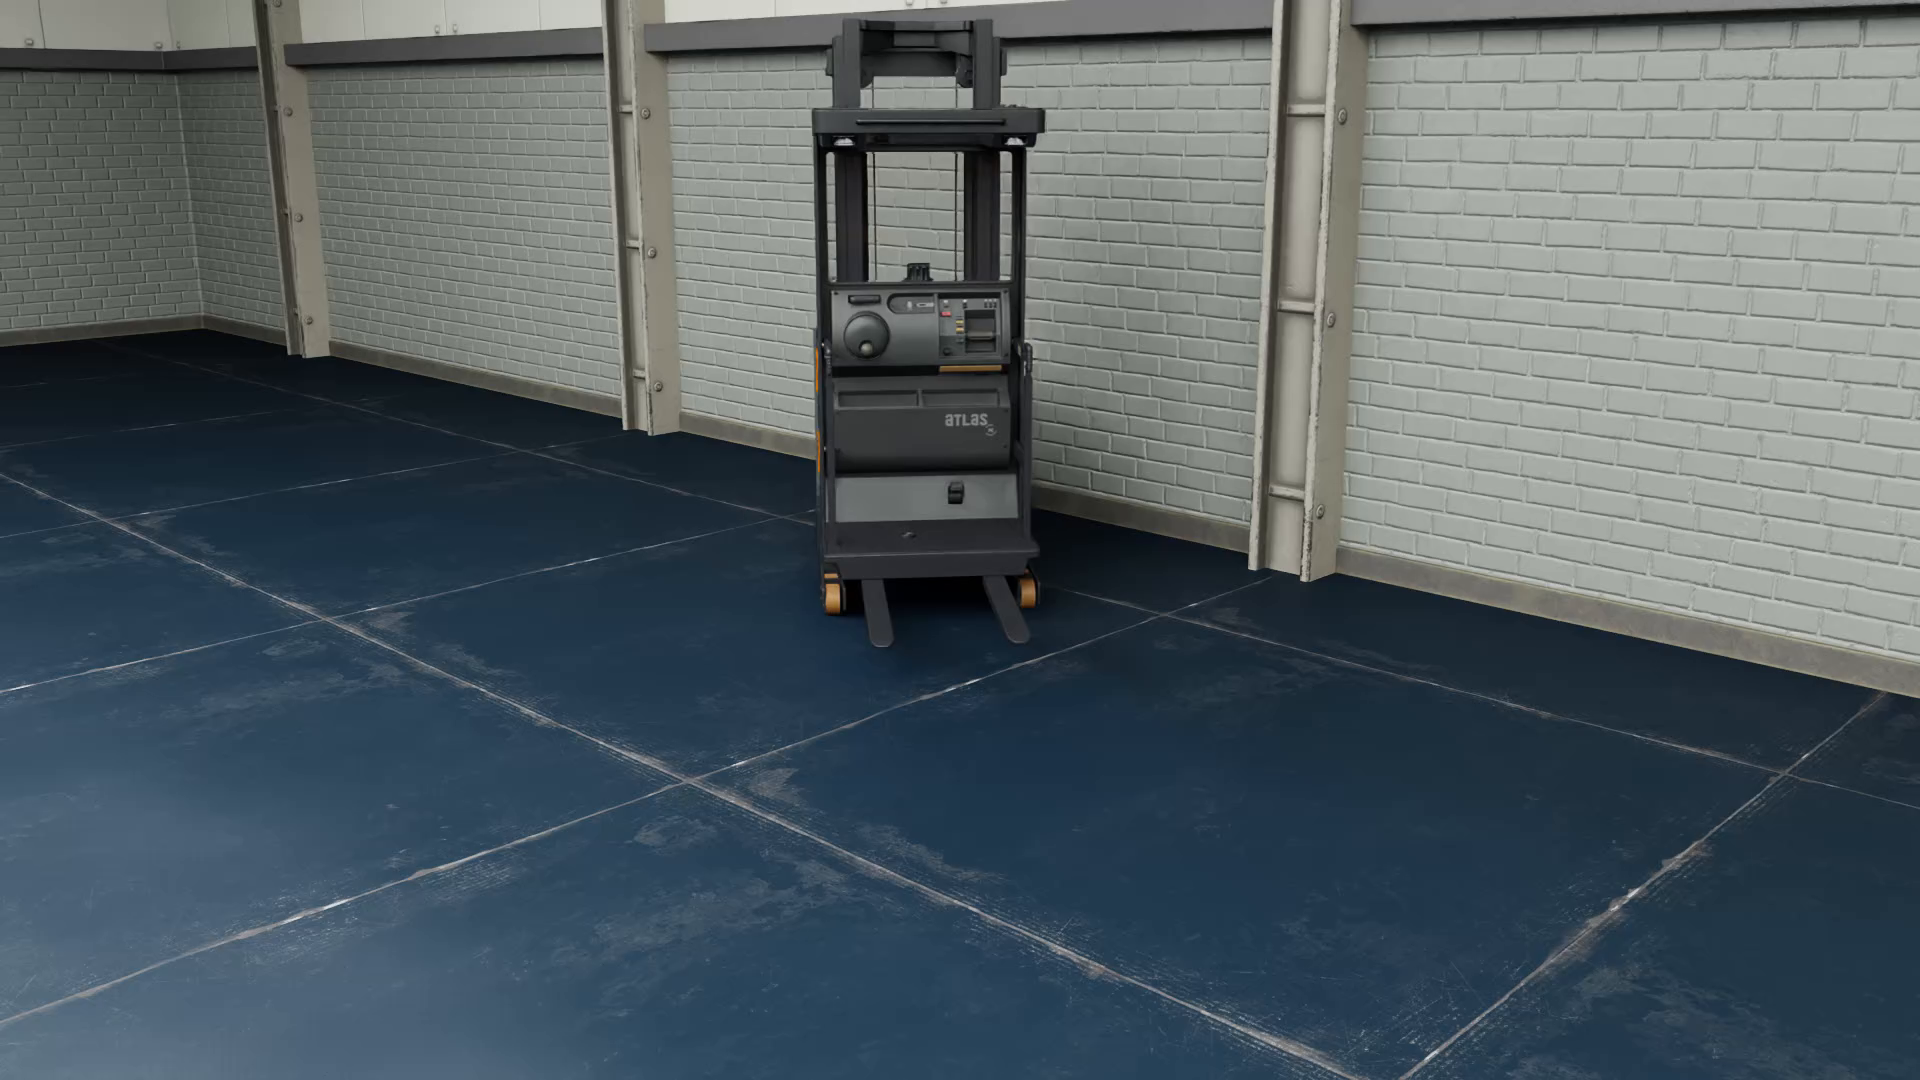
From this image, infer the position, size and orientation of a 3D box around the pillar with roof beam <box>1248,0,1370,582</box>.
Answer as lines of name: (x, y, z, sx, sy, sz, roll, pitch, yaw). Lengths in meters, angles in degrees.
pillar with roof beam: (-1.129, -3.406, 5.158, 0.400, 9.000, 9.100, 14, 20, 42)

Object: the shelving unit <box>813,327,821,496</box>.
shelving unit: (-0.377, -0.798, 10.763, 1.048, 1.125, 0.538, 10, 18, 34)

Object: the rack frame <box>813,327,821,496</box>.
rack frame: (-0.791, -0.872, 11.049, 0.032, 1.125, 0.500, 10, 18, 34)

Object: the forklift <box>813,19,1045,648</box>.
forklift: (-0.178, -1.125, 8.437, 1.130, 2.935, 3.031, -1, 15, -5)

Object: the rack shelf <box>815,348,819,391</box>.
rack shelf: (-0.377, -1.081, 10.689, 1.000, 0.278, 0.538, 10, 18, 34)

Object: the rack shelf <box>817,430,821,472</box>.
rack shelf: (-0.377, -0.561, 10.825, 1.000, 0.278, 0.538, 10, 18, 34)

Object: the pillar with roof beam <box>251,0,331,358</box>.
pillar with roof beam: (-9.767, -5.506, 13.218, 0.400, 9.000, 9.100, 14, 20, 42)

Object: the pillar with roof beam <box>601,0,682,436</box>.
pillar with roof beam: (-5.448, -4.456, 9.188, 0.400, 9.000, 9.100, 14, 20, 42)
